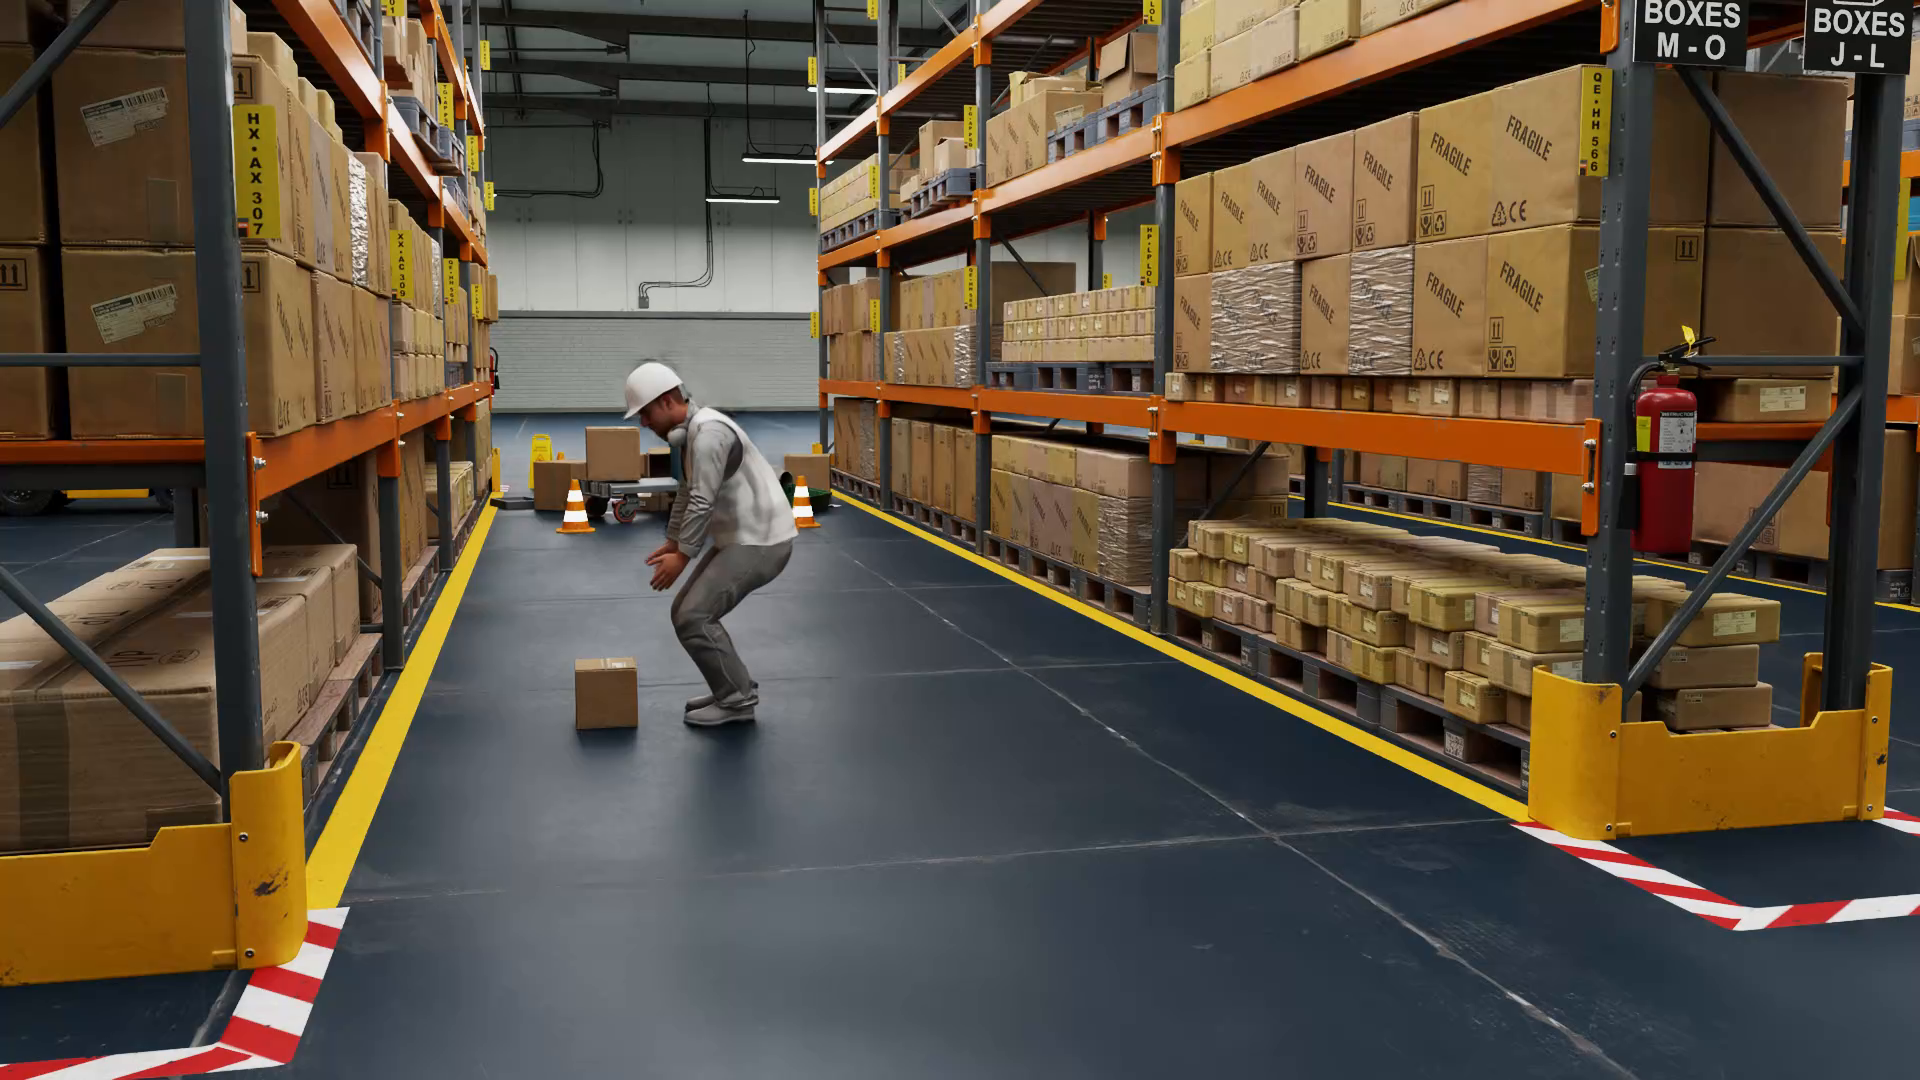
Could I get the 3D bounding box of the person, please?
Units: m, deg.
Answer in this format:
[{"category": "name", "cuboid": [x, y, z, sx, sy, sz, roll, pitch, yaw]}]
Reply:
[{"category": "person", "cuboid": [-1.042, 0.014, 6.984, 0.714, 1.506, 0.590, -1, 6, -13]}]
